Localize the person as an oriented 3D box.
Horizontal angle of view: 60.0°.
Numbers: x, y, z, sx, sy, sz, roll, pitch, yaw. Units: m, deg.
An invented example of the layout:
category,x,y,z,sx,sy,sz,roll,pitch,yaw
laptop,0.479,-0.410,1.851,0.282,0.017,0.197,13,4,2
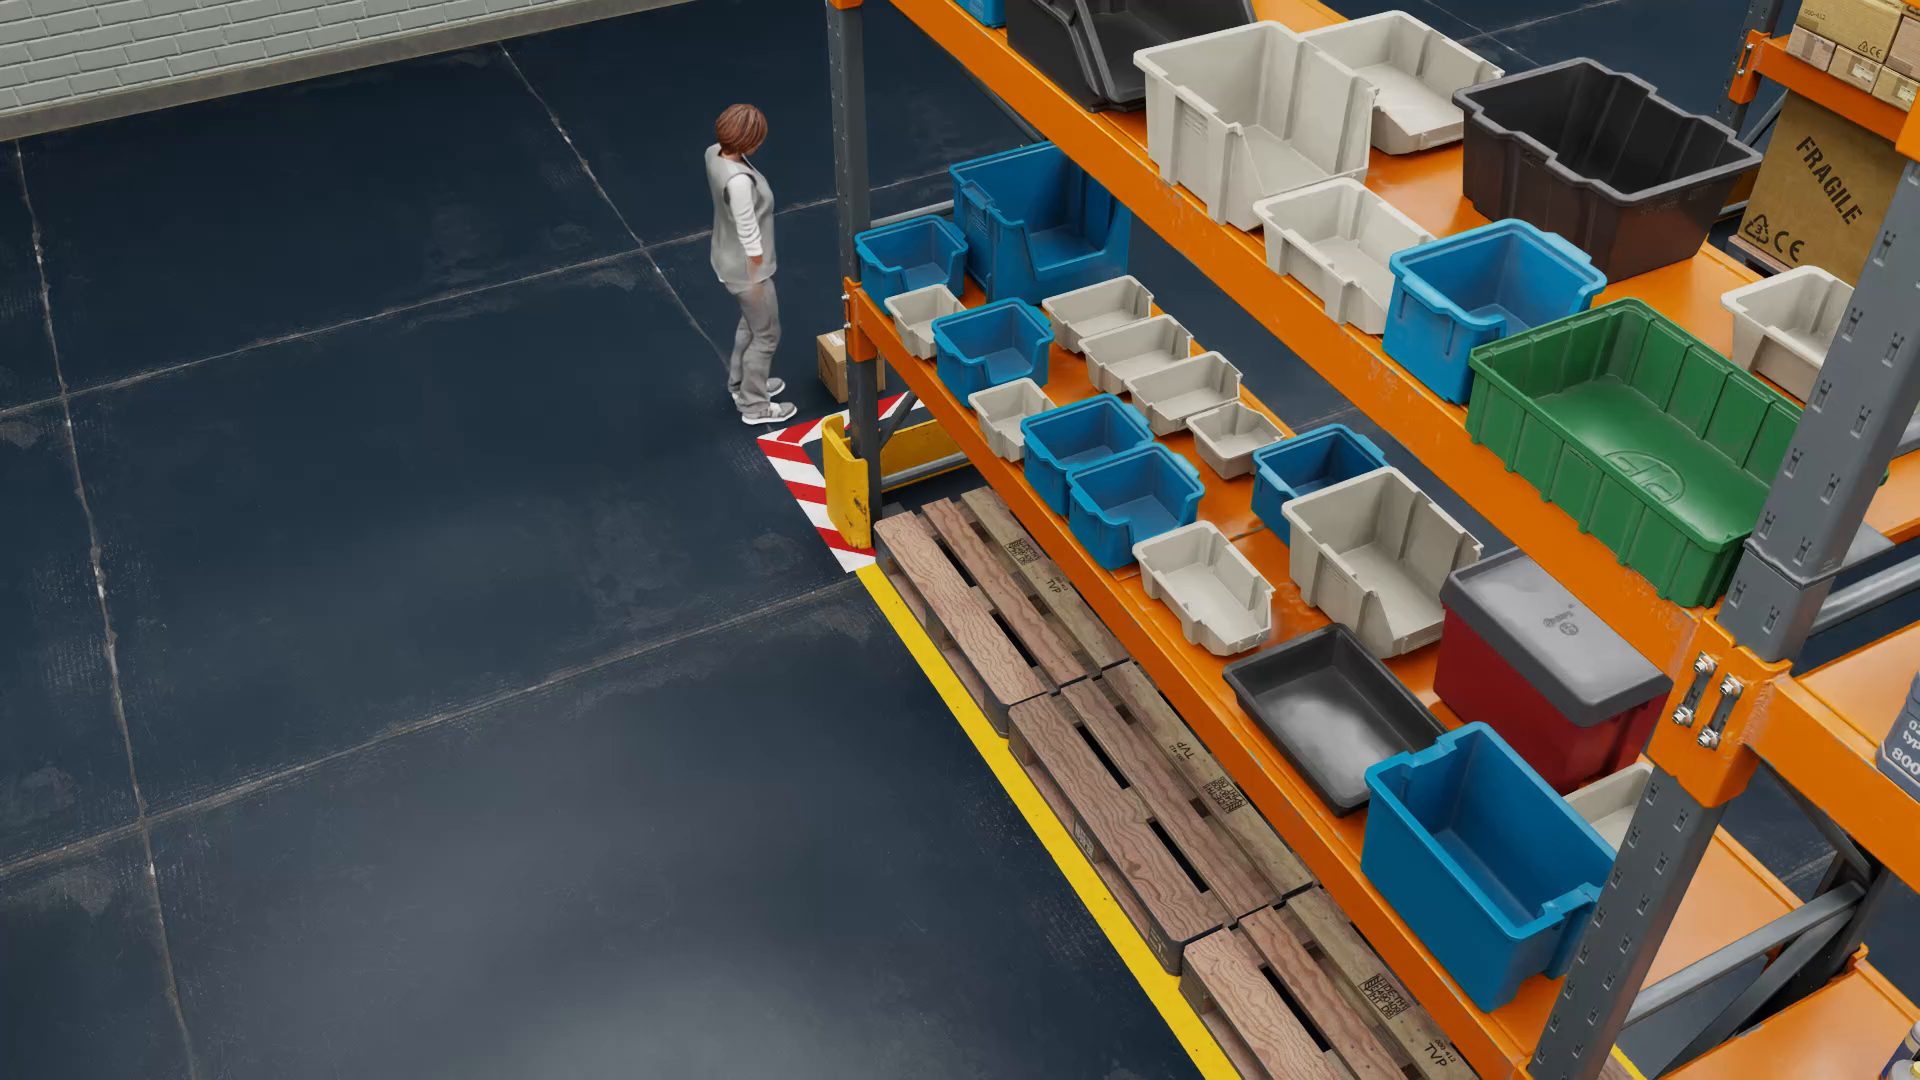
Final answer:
category,x,y,z,sx,sy,sz,roll,pitch,yaw
person,-0.981,-1.260,7.661,0.298,1.574,0.410,-14,43,-15
